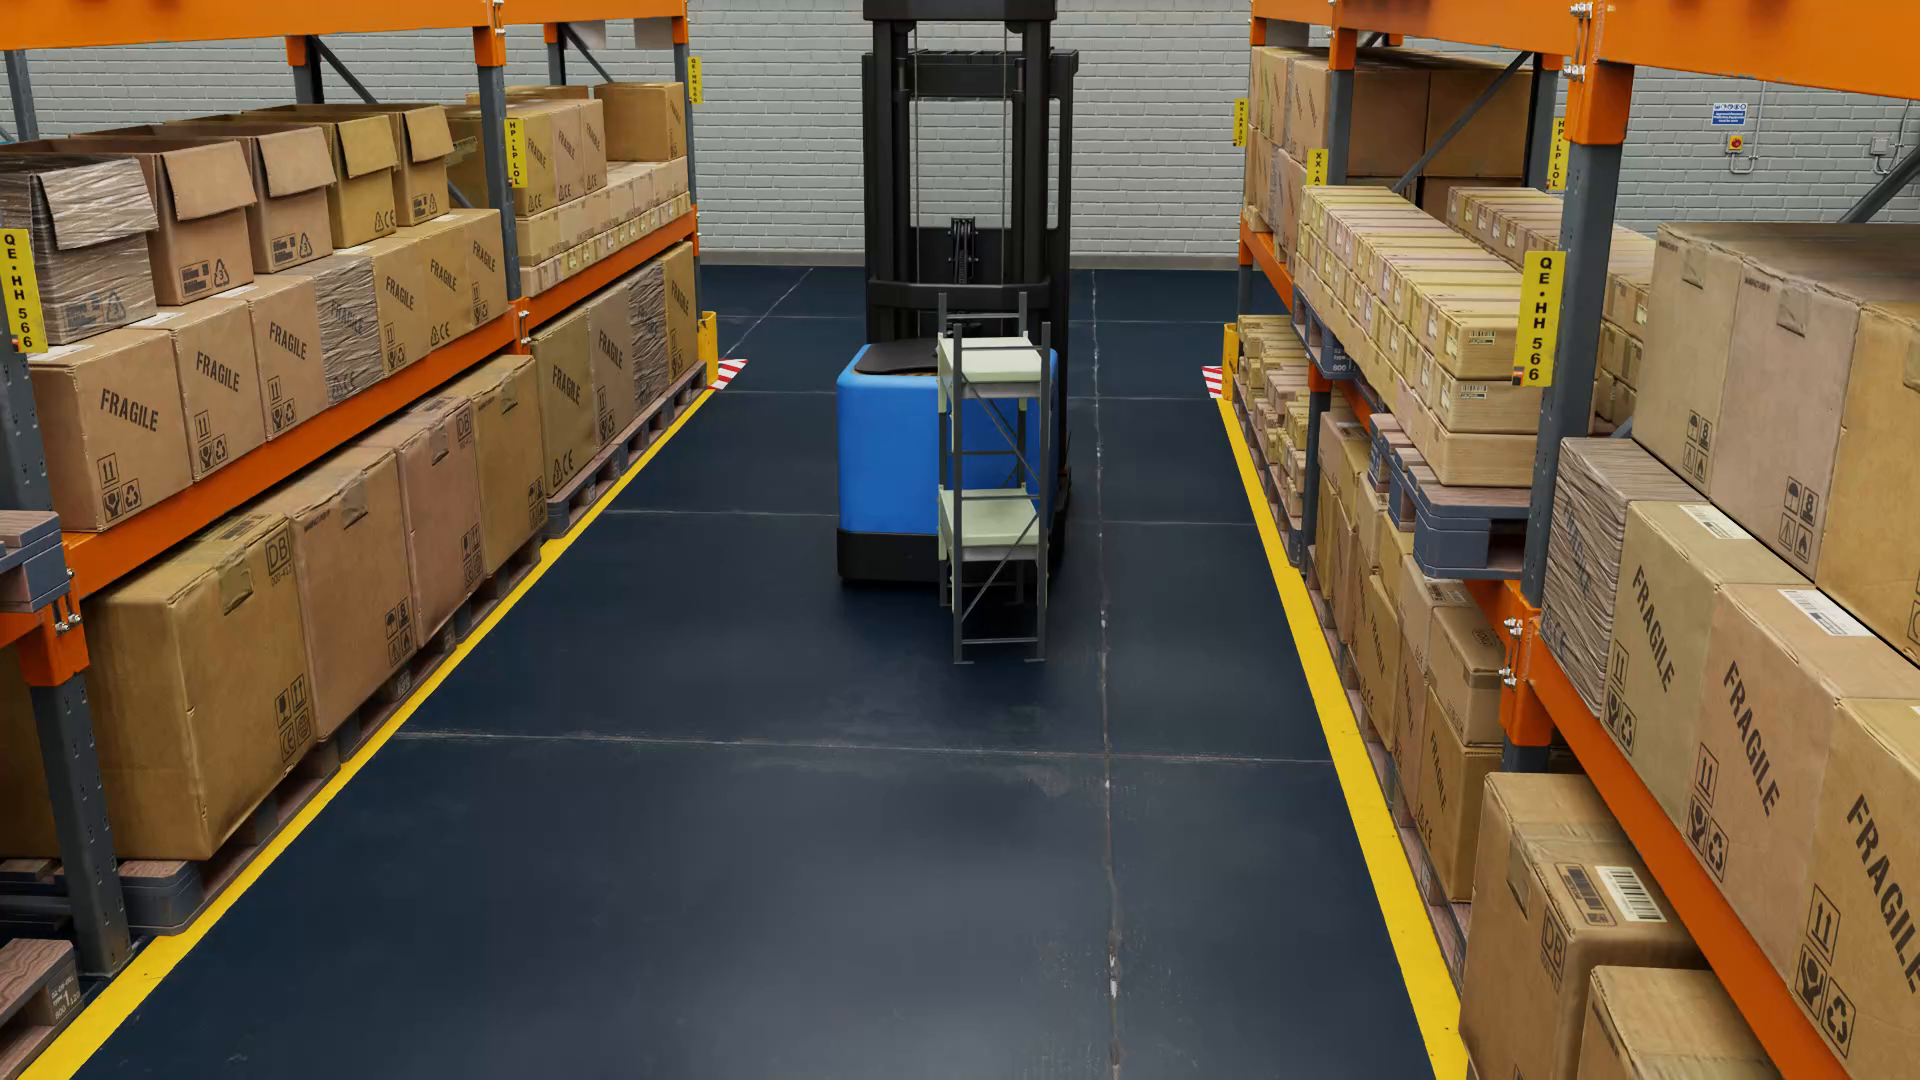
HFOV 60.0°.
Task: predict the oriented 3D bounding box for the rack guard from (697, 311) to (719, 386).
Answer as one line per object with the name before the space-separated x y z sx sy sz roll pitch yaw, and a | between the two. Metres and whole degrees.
rack guard | -2.434 -1.452 12.552 1.175 0.500 0.348 1 18 4

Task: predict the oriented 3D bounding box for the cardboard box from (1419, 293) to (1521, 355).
cardboard box | 1.529 -0.609 4.739 0.380 0.149 0.250 1 18 3

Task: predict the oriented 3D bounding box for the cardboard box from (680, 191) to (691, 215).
cardboard box | -2.132 -2.395 11.819 0.380 0.149 0.250 2 18 5

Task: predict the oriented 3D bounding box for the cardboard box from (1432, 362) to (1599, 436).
cardboard box | 1.512 -0.391 4.551 0.380 0.149 0.250 2 18 5

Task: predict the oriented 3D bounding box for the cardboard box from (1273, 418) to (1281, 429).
cardboard box | 2.066 -0.623 9.912 0.380 0.149 0.250 2 18 5

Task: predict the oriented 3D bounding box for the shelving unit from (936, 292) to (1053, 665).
shelving unit | 0.138 -0.289 7.395 0.431 1.500 0.755 -2 18 -5

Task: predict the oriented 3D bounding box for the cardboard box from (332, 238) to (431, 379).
cardboard box | -2.556 -0.971 6.907 0.500 0.500 0.500 1 18 3

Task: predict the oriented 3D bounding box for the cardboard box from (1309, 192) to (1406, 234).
cardboard box | 1.717 -1.412 7.190 0.380 0.149 0.250 2 18 5

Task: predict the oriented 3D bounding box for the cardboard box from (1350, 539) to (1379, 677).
cardboard box | 1.840 0.291 6.558 0.500 0.500 0.500 2 18 5

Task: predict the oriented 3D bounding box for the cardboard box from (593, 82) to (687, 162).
cardboard box | -2.208 -2.902 11.521 0.500 0.500 0.500 2 18 5

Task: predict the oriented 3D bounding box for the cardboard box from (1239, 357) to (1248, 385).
cardboard box | 2.148 -1.180 11.610 0.380 0.149 0.250 2 18 5

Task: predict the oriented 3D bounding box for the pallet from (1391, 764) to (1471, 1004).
pallet | 1.989 1.077 5.299 1.003 0.211 1.213 1 18 4

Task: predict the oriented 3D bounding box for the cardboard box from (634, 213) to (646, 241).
cardboard box | -2.222 -1.998 10.605 0.380 0.149 0.250 1 18 4

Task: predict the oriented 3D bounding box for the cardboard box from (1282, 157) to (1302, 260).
cardboard box | 2.009 -1.755 8.823 0.500 0.500 0.500 1 18 2

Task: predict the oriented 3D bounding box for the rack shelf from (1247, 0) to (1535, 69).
rack shelf | 2.361 -2.953 9.456 1.077 0.370 4.000 1 18 4

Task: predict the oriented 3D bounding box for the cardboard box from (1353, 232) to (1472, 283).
cardboard box | 1.623 -1.014 5.973 0.380 0.149 0.250 2 18 6

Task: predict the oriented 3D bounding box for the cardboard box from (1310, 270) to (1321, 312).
cardboard box | 1.695 -1.053 7.047 0.380 0.149 0.250 1 18 4

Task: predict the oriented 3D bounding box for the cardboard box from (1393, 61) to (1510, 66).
cardboard box | 2.515 -2.208 8.601 0.500 0.500 0.500 1 18 2

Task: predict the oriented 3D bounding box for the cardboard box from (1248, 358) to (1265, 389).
cardboard box | 2.079 -1.081 10.830 0.380 0.149 0.250 2 18 6

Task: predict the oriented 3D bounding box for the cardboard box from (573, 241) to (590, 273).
cardboard box | -2.315 -1.601 9.394 0.380 0.149 0.250 1 18 2

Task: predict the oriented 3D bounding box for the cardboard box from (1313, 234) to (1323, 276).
cardboard box | 1.696 -1.197 7.010 0.380 0.149 0.250 2 18 5

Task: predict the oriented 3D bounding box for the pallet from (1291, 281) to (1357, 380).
pallet | 2.018 -0.923 7.231 1.003 0.211 1.213 1 18 4

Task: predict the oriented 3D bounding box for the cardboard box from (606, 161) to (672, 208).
cardboard box | -2.242 -2.389 11.159 0.500 0.250 0.500 1 18 3

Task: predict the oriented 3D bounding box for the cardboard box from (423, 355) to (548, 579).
cardboard box | -2.748 -0.381 8.006 1.225 0.875 0.875 1 18 4

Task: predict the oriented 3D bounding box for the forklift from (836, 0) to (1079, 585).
forklift | 0.065 -1.588 9.062 1.130 2.935 3.031 2 18 6

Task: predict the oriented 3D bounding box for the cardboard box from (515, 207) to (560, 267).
cardboard box | -2.427 -1.601 8.753 0.500 0.250 0.500 1 18 3

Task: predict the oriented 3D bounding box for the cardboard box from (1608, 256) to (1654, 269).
cardboard box | 2.233 -0.834 5.425 0.380 0.149 0.250 2 18 6

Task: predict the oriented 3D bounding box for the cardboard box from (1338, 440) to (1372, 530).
cardboard box | 1.866 -0.227 6.935 0.500 0.250 0.500 2 18 5

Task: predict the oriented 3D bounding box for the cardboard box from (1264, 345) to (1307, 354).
cardboard box | 2.118 -1.134 10.517 0.380 0.149 0.250 2 18 6

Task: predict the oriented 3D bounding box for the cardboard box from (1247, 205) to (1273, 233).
cardboard box | 2.105 -2.116 10.966 0.380 0.149 0.250 1 18 2

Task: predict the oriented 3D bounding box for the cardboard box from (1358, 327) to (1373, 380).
cardboard box | 1.605 -0.648 5.812 0.380 0.149 0.250 2 18 6

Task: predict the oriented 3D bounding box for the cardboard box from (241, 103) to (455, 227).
cardboard box | -2.760 -1.716 7.571 0.797 0.503 0.637 1 18 2

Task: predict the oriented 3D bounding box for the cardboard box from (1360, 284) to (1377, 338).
cardboard box | 1.603 -0.792 5.773 0.380 0.149 0.250 2 18 5

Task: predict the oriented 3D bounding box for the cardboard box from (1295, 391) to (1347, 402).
cardboard box | 2.070 -0.729 9.278 0.380 0.149 0.250 2 18 6

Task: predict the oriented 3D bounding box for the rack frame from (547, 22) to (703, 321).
rack frame | -2.435 -2.633 12.140 1.000 3.000 0.127 1 18 4

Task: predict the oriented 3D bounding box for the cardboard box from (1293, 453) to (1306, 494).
cardboard box | 1.923 -0.339 8.568 0.380 0.149 0.250 2 18 5

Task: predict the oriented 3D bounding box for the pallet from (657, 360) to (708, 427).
pallet | -2.415 -1.057 11.811 1.003 0.211 1.213 1 18 4

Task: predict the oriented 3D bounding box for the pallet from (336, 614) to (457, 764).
pallet | -2.787 0.556 6.887 1.003 0.211 1.213 1 18 4

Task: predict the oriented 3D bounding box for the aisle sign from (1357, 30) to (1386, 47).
aisle sign | 2.809 -3.742 11.351 0.394 0.787 0.004 1 18 4

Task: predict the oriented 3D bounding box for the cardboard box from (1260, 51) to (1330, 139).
cardboard box | 2.118 -2.703 10.111 0.500 0.500 0.500 1 18 3

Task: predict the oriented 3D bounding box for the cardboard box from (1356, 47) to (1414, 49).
cardboard box | 2.720 -3.007 11.038 0.500 0.500 0.500 1 18 3

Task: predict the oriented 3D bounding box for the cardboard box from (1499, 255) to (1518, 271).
cardboard box | 2.313 -1.017 6.461 0.380 0.149 0.250 0 18 1

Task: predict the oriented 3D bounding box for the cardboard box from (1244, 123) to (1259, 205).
cardboard box | 2.197 -2.546 11.238 0.500 0.500 0.500 2 18 7

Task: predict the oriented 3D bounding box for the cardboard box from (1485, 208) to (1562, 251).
cardboard box | 2.326 -1.237 6.654 0.380 0.149 0.250 1 18 4

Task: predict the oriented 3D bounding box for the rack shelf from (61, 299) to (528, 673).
rack shelf | -2.865 -0.427 6.565 1.077 0.370 4.000 1 18 4

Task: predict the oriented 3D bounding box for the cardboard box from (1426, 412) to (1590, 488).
cardboard box | 1.508 -0.250 4.597 0.380 0.149 0.250 2 18 5

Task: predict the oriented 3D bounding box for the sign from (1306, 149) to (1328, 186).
sign | 1.676 -1.669 7.810 0.100 0.325 0.005 1 18 4

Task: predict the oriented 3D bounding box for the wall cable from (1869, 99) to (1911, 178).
wall cable | 9.246 -4.618 16.568 0.588 1.984 0.122 1 18 4

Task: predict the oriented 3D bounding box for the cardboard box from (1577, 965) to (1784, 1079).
cardboard box | 1.738 1.322 3.009 1.050 0.750 0.750 2 18 5

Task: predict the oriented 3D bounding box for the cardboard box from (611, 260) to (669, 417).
cardboard box | -2.467 -1.339 10.931 0.875 0.875 0.875 1 18 4

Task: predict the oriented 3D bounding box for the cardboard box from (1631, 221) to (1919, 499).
cardboard box | 1.889 -0.389 3.528 0.700 0.500 0.500 1 18 4
